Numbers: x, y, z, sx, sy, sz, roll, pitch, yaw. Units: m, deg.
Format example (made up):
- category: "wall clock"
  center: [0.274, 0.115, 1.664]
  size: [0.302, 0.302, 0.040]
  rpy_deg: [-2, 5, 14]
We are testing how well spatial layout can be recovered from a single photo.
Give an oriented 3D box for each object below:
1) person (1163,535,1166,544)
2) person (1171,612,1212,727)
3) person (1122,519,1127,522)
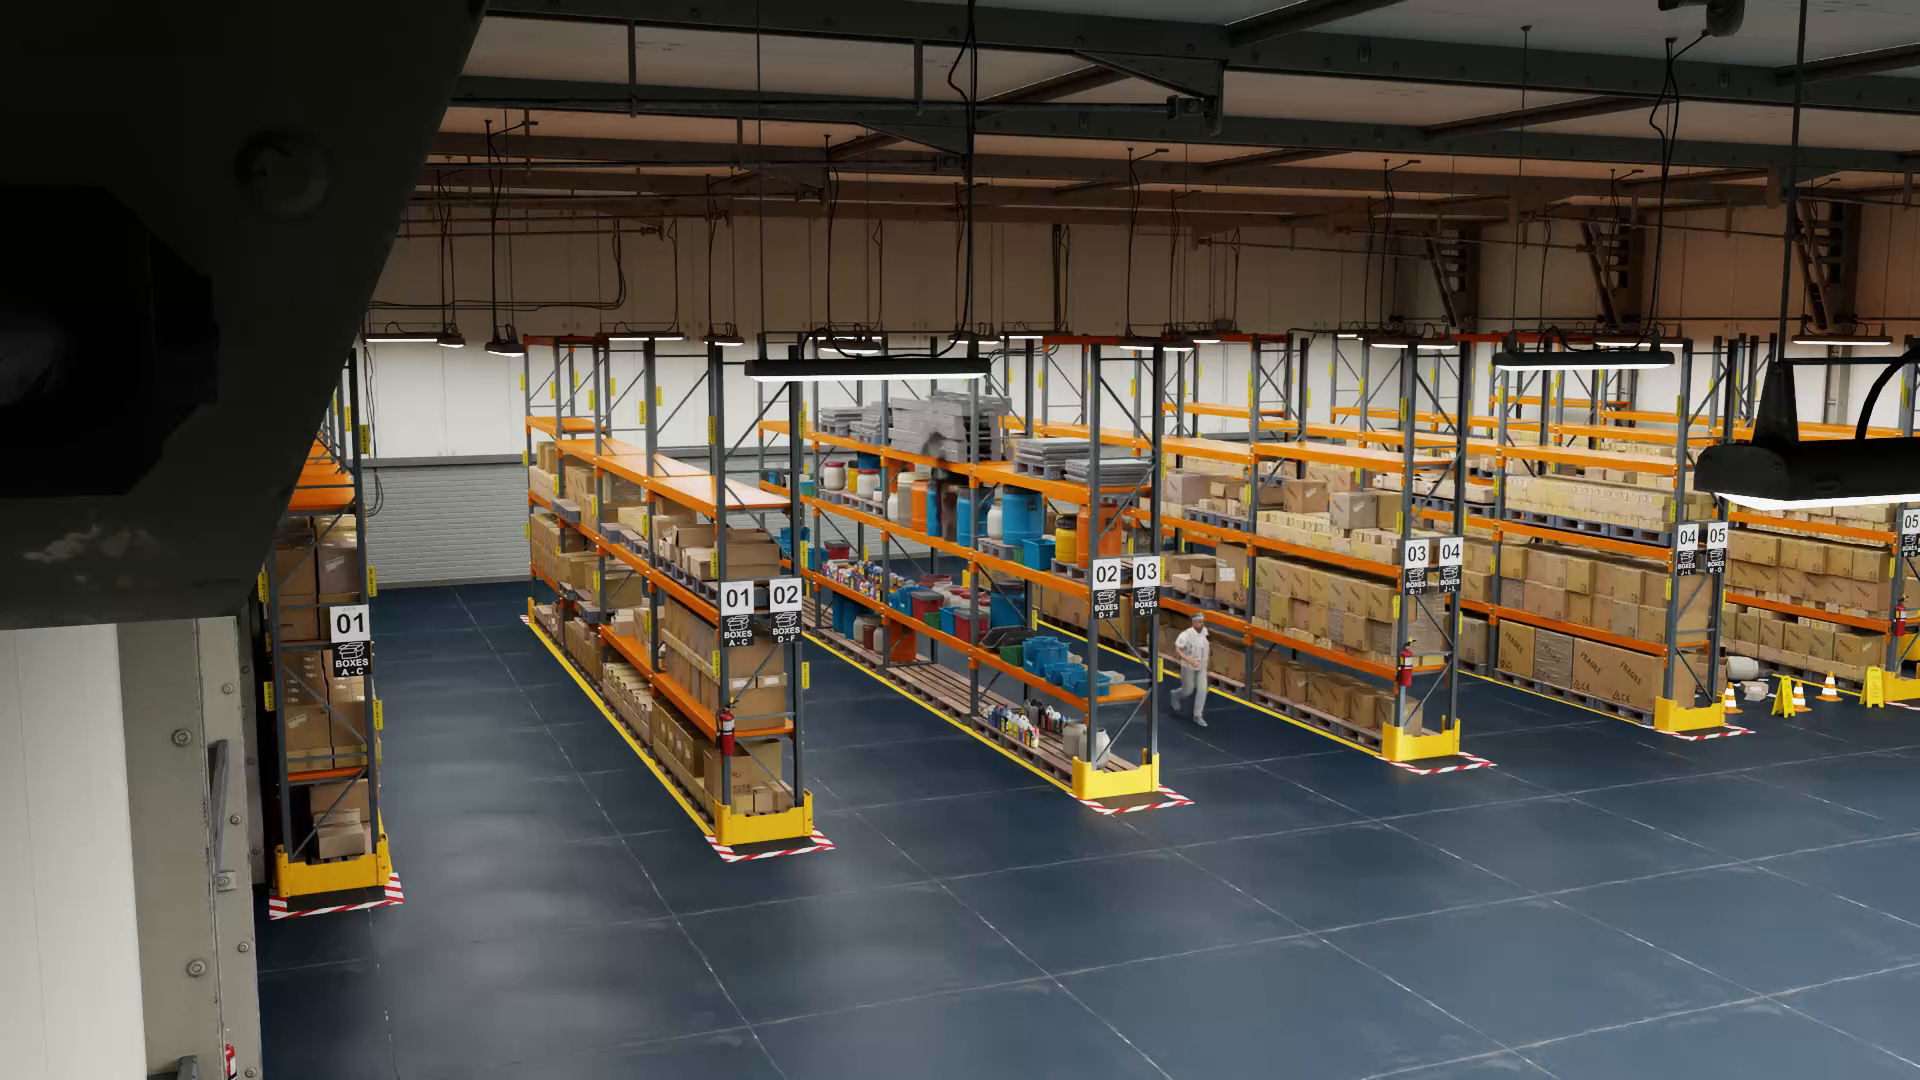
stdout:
- category: "person"
  center: [5.042, -0.012, 41.740]
  size: [0.564, 1.624, 0.600]
  rpy_deg: [-4, 9, -28]
- category: "person"
  center: [3.672, 1.990, 26.258]
  size: [0.686, 1.776, 0.919]
  rpy_deg: [-4, 9, -28]
- category: "person"
  center: [3.868, 0.316, 39.384]
  size: [0.570, 1.622, 0.558]
  rpy_deg: [-2, 8, -12]
